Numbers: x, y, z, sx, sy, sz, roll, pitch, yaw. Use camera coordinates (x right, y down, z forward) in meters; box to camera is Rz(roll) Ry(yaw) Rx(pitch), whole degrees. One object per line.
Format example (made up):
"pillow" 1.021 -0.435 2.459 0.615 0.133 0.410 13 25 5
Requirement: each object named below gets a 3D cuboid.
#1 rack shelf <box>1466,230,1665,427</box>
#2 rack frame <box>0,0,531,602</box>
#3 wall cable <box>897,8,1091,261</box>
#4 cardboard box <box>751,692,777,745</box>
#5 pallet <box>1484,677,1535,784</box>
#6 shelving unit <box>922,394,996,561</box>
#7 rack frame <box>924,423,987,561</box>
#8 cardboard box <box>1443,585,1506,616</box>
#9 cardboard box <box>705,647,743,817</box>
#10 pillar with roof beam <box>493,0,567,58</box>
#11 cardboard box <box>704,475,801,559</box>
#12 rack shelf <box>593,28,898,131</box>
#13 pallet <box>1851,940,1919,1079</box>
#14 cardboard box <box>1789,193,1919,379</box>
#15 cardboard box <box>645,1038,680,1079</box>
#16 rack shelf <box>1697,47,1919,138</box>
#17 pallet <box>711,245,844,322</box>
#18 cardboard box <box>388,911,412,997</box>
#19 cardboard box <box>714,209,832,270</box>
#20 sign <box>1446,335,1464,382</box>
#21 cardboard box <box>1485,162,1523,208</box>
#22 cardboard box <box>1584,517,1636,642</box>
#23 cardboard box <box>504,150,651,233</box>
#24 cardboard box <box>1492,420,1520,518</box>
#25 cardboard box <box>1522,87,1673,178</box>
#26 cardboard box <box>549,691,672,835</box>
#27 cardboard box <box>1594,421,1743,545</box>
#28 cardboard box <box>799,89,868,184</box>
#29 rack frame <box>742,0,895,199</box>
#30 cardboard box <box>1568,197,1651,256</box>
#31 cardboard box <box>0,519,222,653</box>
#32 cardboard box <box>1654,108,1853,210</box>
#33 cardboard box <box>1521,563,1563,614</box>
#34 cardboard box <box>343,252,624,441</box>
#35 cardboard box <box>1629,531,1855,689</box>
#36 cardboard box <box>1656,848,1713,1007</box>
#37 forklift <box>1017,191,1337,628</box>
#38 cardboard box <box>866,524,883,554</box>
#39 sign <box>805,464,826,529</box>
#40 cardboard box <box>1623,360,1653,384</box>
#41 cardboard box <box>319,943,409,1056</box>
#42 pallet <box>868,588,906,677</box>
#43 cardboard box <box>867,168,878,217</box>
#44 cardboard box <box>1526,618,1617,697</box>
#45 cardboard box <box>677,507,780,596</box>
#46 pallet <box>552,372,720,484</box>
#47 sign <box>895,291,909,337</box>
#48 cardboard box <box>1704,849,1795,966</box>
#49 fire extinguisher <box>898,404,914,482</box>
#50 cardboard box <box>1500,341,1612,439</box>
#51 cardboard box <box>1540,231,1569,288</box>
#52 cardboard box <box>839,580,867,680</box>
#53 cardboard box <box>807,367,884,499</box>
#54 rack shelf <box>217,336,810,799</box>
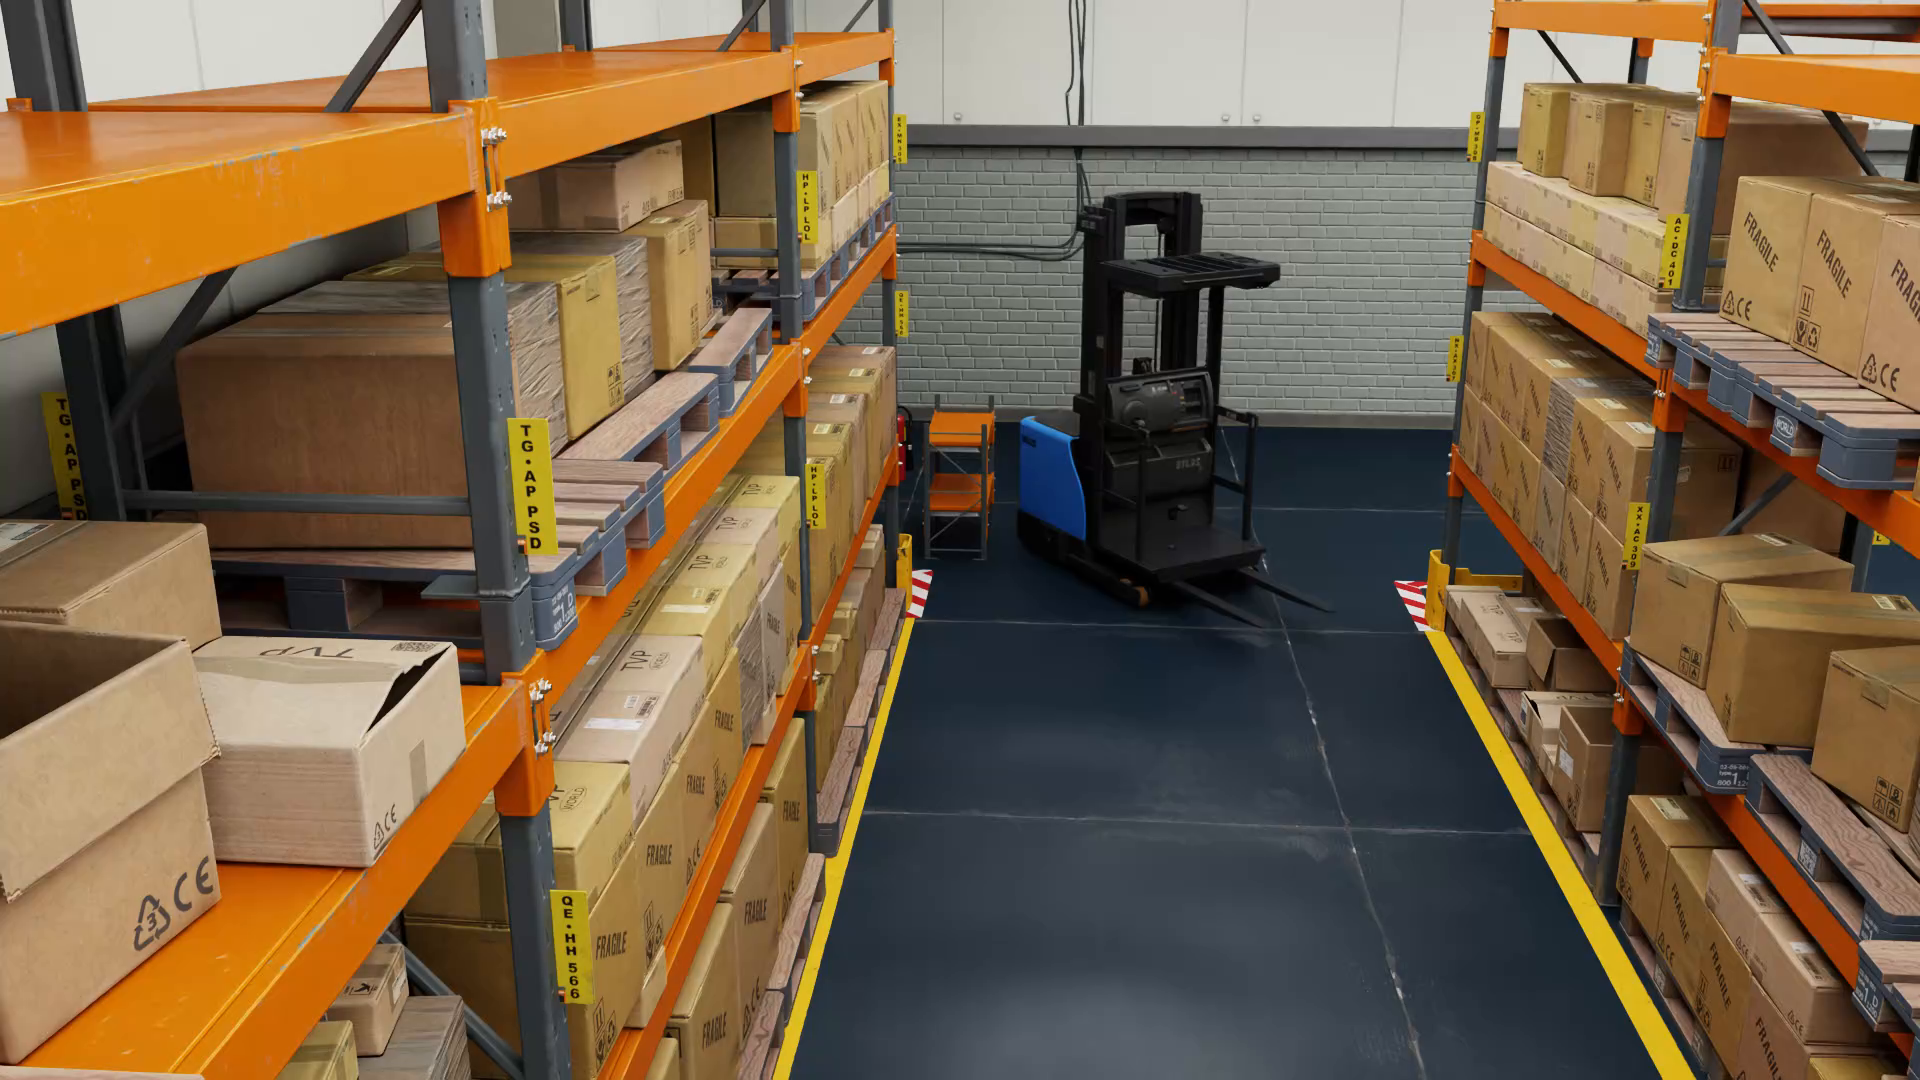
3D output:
"rack shelf" 3.844 -1.300 9.412 1.077 0.370 4.000 1 18 4
"rack frame" -1.527 -1.313 3.479 1.000 3.000 0.127 1 18 4
"wall cable" -0.192 -4.071 16.882 3.097 2.526 0.112 1 18 4
"cardboard box" -1.001 0.758 7.163 0.380 0.149 0.250 1 18 4
"pallet" 3.836 1.137 10.115 1.003 0.211 1.213 1 18 4
"shelving unit" 0.000 -0.537 13.754 0.538 1.125 1.048 1 18 4
"rack frame" -0.036 -0.379 13.272 0.500 1.125 0.032 1 18 4
"cardboard box" 3.615 0.430 11.664 0.380 0.149 0.250 1 18 4
"cardboard box" -1.124 0.716 6.252 0.500 0.500 0.500 2 18 5
"pillar with roof beam" 2.241 -2.696 7.700 9.100 9.000 0.400 1 18 4
"cardboard box" -1.019 -0.109 7.563 0.500 0.250 0.500 2 18 5
"rack shelf" -1.097 -2.645 9.341 1.077 0.370 4.000 1 18 4
"pallet" 3.393 1.526 4.757 1.213 0.211 1.003 1 18 4
"cardboard box" 3.566 -0.953 6.200 0.600 0.600 0.600 1 18 3
"cardboard box" -1.344 2.134 5.371 0.750 0.750 0.750 1 18 3
"rack shelf" 3.557 -1.293 5.215 1.077 0.370 4.000 1 18 4
"pallet" -1.171 -1.342 8.526 1.003 0.211 1.213 1 18 4
"cardboard box" -1.756 1.187 4.814 0.500 0.500 0.500 1 18 4
"cardboard box" -0.928 -1.515 8.317 0.500 0.250 0.500 1 18 4
"sign" 3.446 -1.261 11.564 0.100 0.325 0.005 1 18 4
"cardboard box" 3.691 -2.276 10.671 0.500 0.250 0.500 1 18 4
"cardboard box" 3.481 0.196 8.347 0.500 0.500 0.500 2 18 5
"cardboard box" -1.459 -1.301 6.188 0.500 0.250 0.500 1 18 2
"cardboard box" 3.622 -0.437 10.279 0.500 0.500 0.500 1 18 4
"cardboard box" 3.847 -2.472 10.068 0.700 0.500 0.500 1 18 4
"cardboard box" -1.200 0.681 5.154 0.500 0.250 0.500 1 18 3
"cardboard box" 3.479 -0.281 8.197 0.500 0.500 0.500 1 18 4
"cardboard box" -0.810 -2.354 9.674 0.500 0.500 0.500 0 18 1
"rack frame" -0.954 -3.798 11.062 1.000 3.000 0.127 1 18 4
"cardboard box" 3.542 -1.655 8.776 0.500 0.250 0.500 1 18 4
"cardboard box" -1.808 0.274 3.261 0.500 0.500 0.500 1 18 4
"cardboard box" 3.875 -1.847 8.160 0.700 0.500 0.500 1 18 4
"cardboard box" 4.194 0.315 11.451 0.500 0.500 0.500 1 18 4
"cardboard box" -1.511 -0.634 5.355 0.700 0.500 0.500 2 18 7
"cardboard box" 3.444 0.300 7.356 0.700 0.500 0.500 -5 19 -15
"cardboard box" 3.396 1.694 7.243 0.500 0.500 0.500 2 18 5
"forklift" 1.628 -1.044 12.403 1.130 2.935 3.031 -10 21 -28
"cardboard box" -0.731 -0.003 11.415 0.380 0.149 0.250 1 18 3
"sign" -0.698 -0.208 8.009 0.100 0.325 0.005 1 18 4
"cardboard box" 4.125 -0.738 9.593 0.500 0.500 0.500 2 18 6
"cardboard box" -1.522 1.081 3.899 0.380 0.149 0.250 -1 18 -3
"pallet" -0.933 0.628 11.667 1.003 0.211 1.213 1 18 4
"cardboard box" -0.777 -2.153 10.266 0.500 0.250 0.500 1 18 2
"cardboard box" 3.830 0.798 9.972 0.797 0.503 0.637 1 18 4
"cardboard box" -1.065 0.050 7.079 0.500 0.250 0.500 2 18 5
"pallet" -1.457 -0.347 5.650 1.003 0.211 1.213 2 18 6
"sign" -0.413 -1.593 11.729 0.100 0.325 0.005 1 18 4
"cardboard box" 3.351 1.482 6.685 0.500 0.250 0.500 1 18 4
"fire extinguisher" -0.482 -0.770 12.178 0.296 0.674 0.183 1 18 4
"cardboard box" 3.622 -0.911 10.118 0.500 0.500 0.500 2 18 5
"cardboard box" 3.585 -1.572 9.328 0.500 0.250 0.500 1 18 4
"cardboard box" -0.975 0.572 10.699 0.700 0.500 0.500 1 18 2
"cardboard box" -1.021 -0.705 10.775 0.980 0.700 0.700 1 18 3
"rack shelf" -1.384 -0.167 5.954 1.077 0.370 4.000 1 18 4
